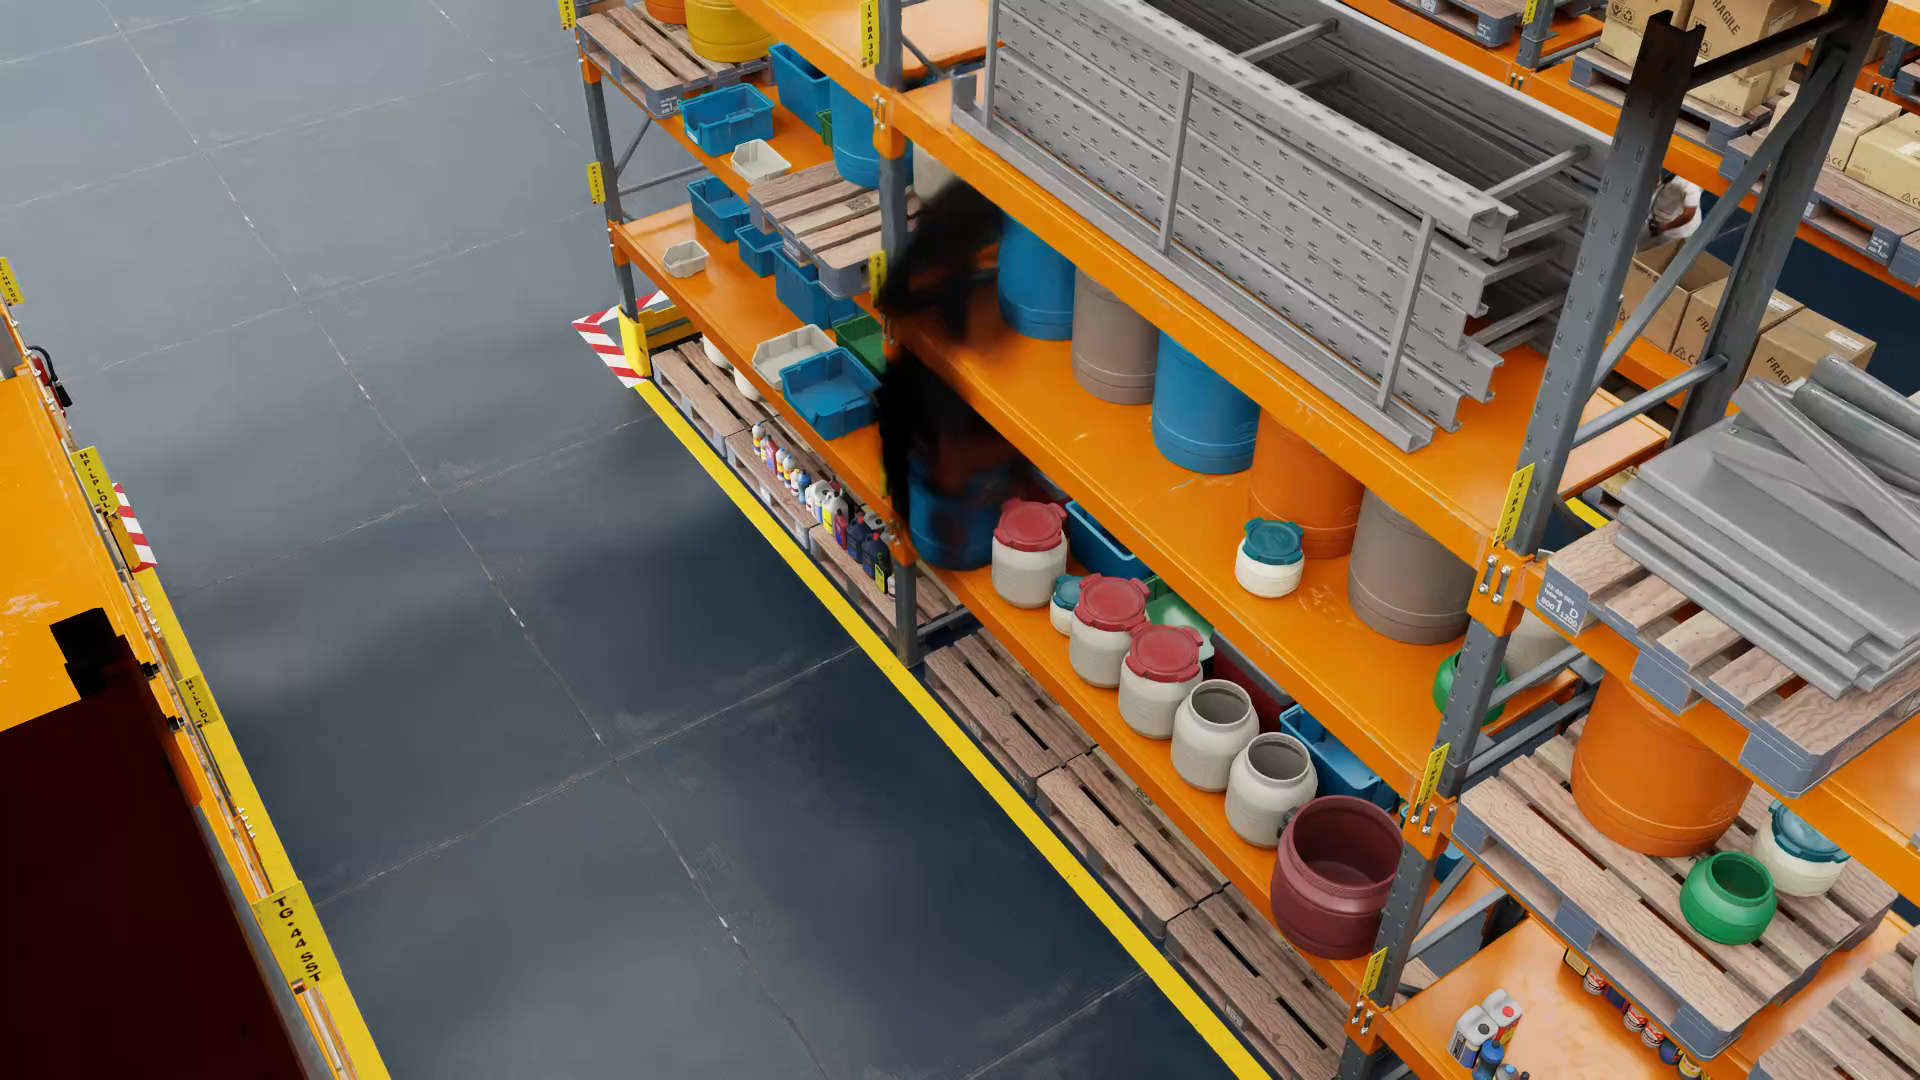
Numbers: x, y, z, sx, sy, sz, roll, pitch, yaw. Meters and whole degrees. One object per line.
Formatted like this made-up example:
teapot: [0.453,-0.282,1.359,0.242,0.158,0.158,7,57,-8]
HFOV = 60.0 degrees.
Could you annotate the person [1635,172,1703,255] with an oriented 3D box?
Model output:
person: [5.607,-2.463,13.230,0.586,1.695,0.661,-32,51,-30]

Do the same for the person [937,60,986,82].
person: [0.093,-4.881,15.892,1.023,1.718,0.705,-6,43,-6]
